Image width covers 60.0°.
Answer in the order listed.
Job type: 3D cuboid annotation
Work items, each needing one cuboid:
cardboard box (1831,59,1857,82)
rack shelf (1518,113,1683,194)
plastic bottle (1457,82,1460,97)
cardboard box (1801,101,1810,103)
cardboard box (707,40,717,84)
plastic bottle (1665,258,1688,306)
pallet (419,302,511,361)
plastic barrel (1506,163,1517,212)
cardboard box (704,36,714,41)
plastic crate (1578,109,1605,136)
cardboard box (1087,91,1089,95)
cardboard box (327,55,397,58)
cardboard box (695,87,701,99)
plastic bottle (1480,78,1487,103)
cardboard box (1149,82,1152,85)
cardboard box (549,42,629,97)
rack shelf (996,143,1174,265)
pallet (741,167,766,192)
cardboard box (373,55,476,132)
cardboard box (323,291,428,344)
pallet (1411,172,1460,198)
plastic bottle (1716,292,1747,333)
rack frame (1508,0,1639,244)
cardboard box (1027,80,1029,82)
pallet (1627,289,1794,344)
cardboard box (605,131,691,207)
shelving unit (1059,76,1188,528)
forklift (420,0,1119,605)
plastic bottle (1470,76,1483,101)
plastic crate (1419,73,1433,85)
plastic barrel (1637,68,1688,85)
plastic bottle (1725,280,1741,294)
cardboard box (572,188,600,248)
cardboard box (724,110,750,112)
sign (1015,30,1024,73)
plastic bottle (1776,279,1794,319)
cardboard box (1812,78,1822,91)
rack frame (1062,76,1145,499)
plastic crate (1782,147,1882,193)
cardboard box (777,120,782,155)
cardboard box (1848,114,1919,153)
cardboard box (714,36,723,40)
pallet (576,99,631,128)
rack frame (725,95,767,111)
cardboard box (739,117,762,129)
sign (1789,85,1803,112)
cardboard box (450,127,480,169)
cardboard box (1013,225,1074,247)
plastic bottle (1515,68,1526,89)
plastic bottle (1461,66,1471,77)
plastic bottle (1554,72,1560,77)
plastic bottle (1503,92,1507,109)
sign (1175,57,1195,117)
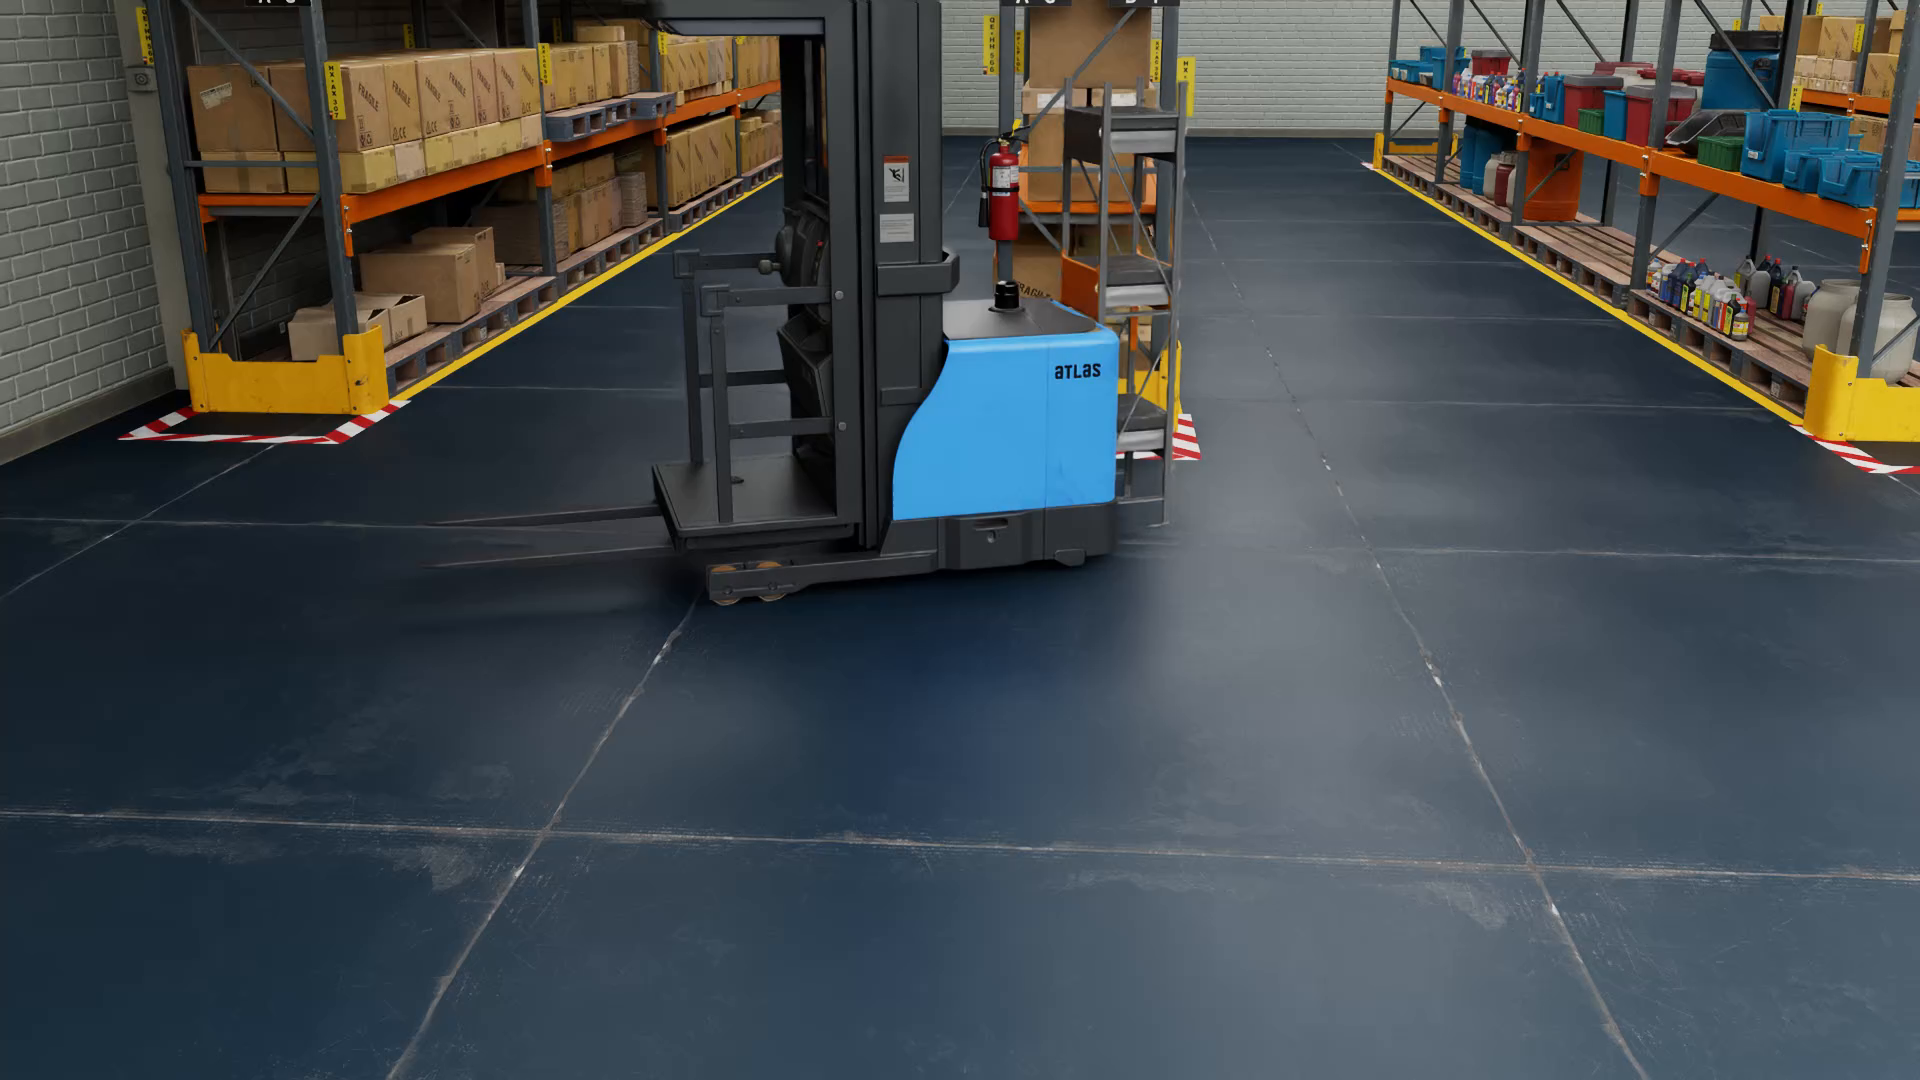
[{"bbox_3d":[11.234,-5.849,20.719,0.500,0.250,0.500,1,18,3],"label":"cardboard box"},{"bbox_3d":[6.093,-3.541,15.068,1.077,0.370,4.000,1,18,4],"label":"rack shelf"},{"bbox_3d":[6.072,-5.470,20.118,0.097,0.201,0.097,0,18,0],"label":"plastic bottle"},{"bbox_3d":[11.719,-5.585,22.887,0.875,0.875,0.875,1,18,4],"label":"cardboard box"},{"bbox_3d":[-3.211,-5.702,19.838,0.500,0.500,0.500,1,18,4],"label":"cardboard box"},{"bbox_3d":[5.478,-1.970,12.667,0.144,0.351,0.185,2,18,5],"label":"plastic bottle"},{"bbox_3d":[-4.029,-1.568,12.371,1.003,0.211,1.213,1,18,4],"label":"pallet"},{"bbox_3d":[6.206,-3.851,18.179,0.421,0.512,0.421,0,18,0],"label":"plastic barrel"},{"bbox_3d":[-3.219,-6.054,19.708,0.500,0.250,0.500,2,18,5],"label":"cardboard box"},{"bbox_3d":[5.793,-3.708,14.763,0.450,0.188,0.662,1,18,4],"label":"plastic crate"},{"bbox_3d":[0.913,-2.963,11.989,0.700,0.500,0.500,2,18,5],"label":"cardboard box"},{"bbox_3d":[-4.282,-3.159,11.752,0.500,0.500,0.500,2,18,5],"label":"cardboard box"},{"bbox_3d":[-3.265,-5.270,19.562,0.380,0.149,0.250,2,18,6],"label":"cardboard box"},{"bbox_3d":[5.985,-5.125,18.952,0.097,0.271,0.097,0,18,0],"label":"plastic bottle"},{"bbox_3d":[1.001,-2.763,10.337,0.380,0.149,0.250,1,18,4],"label":"cardboard box"},{"bbox_3d":[-3.681,-4.661,16.464,0.700,0.500,0.500,0,18,-1],"label":"cardboard box"},{"bbox_3d":[0.866,-2.410,11.617,1.077,0.370,4.000,1,18,4],"label":"rack shelf"},{"bbox_3d":[-3.225,-4.877,22.467,1.003,0.211,1.213,1,18,4],"label":"pallet"},{"bbox_3d":[-3.770,-3.151,11.726,0.500,0.500,0.500,2,18,6],"label":"cardboard box"},{"bbox_3d":[-4.038,-1.562,11.484,0.500,0.311,0.500,3,18,8],"label":"cardboard box"},{"bbox_3d":[6.538,-4.650,21.776,1.003,0.211,1.213,1,18,4],"label":"pallet"},{"bbox_3d":[5.403,-1.592,11.632,0.152,0.276,0.135,1,18,4],"label":"plastic bottle"},{"bbox_3d":[6.237,-4.504,16.851,1.000,3.000,0.127,1,18,4],"label":"rack frame"},{"bbox_3d":[0.616,-2.849,10.597,0.380,0.149,0.250,2,18,5],"label":"cardboard box"},{"bbox_3d":[5.860,-1.729,12.860,1.003,0.211,1.213,1,18,4],"label":"pallet"},{"bbox_3d":[-3.461,-4.129,18.484,0.750,0.750,0.750,1,18,3],"label":"cardboard box"},{"bbox_3d":[0.758,-1.123,7.978,0.431,2.100,0.503,-5,19,-16],"label":"shelving unit"},{"bbox_3d":[-0.863,-1.297,7.175,3.031,2.935,1.130,-5,19,-15],"label":"forklift"},{"bbox_3d":[6.044,-5.265,19.371,0.152,0.276,0.135,1,18,4],"label":"plastic bottle"},{"bbox_3d":[6.349,-6.197,22.345,0.293,0.136,0.466,1,18,4],"label":"plastic crate"},{"bbox_3d":[6.321,-3.981,15.036,0.433,0.535,0.433,0,18,0],"label":"plastic barrel"},{"bbox_3d":[5.584,-1.749,12.111,0.152,0.276,0.135,1,18,4],"label":"plastic bottle"},{"bbox_3d":[-3.831,-3.052,15.728,0.700,0.500,0.500,1,18,5],"label":"cardboard box"},{"bbox_3d":[-3.248,-6.196,24.313,0.380,0.149,0.250,1,18,4],"label":"cardboard box"},{"bbox_3d":[0.468,-3.895,13.261,0.100,0.325,0.005,1,18,4],"label":"sign"},{"bbox_3d":[6.033,-1.765,12.149,0.061,0.283,0.133,1,18,4],"label":"plastic bottle"},{"bbox_3d":[11.214,-5.858,21.387,0.380,0.149,0.250,2,18,5],"label":"cardboard box"},{"bbox_3d":[0.686,-1.195,8.199,0.400,2.100,0.015,-5,19,-16],"label":"rack frame"},{"bbox_3d":[5.453,-2.312,10.402,0.499,0.251,0.408,1,18,4],"label":"plastic crate"},{"bbox_3d":[-3.022,-6.002,24.762,0.700,0.500,0.500,1,18,4],"label":"cardboard box"},{"bbox_3d":[11.438,-4.626,19.963,1.225,0.875,0.875,1,18,4],"label":"cardboard box"},{"bbox_3d":[-3.183,-6.213,20.192,0.500,0.250,0.500,2,18,5],"label":"cardboard box"},{"bbox_3d":[-3.746,-4.018,15.677,1.003,0.211,1.213,1,18,4],"label":"pallet"},{"bbox_3d":[-3.071,-7.210,25.109,1.000,3.000,0.127,1,18,4],"label":"rack frame"},{"bbox_3d":[-2.958,-5.782,23.049,0.380,0.149,0.250,1,18,2],"label":"cardboard box"},{"bbox_3d":[6.498,-3.377,12.969,0.100,0.325,0.005,1,18,4],"label":"sign"},{"bbox_3d":[-3.763,-2.800,11.859,0.500,0.250,0.500,1,18,4],"label":"cardboard box"},{"bbox_3d":[0.522,-1.864,11.333,0.500,0.500,0.500,1,18,4],"label":"cardboard box"},{"bbox_3d":[6.627,-5.376,19.591,0.144,0.351,0.185,1,18,4],"label":"plastic bottle"},{"bbox_3d":[6.172,-5.608,20.300,0.144,0.351,0.185,1,18,4],"label":"plastic bottle"},{"bbox_3d":[6.705,-5.088,18.713,0.144,0.351,0.185,1,18,4],"label":"plastic bottle"},{"bbox_3d":[5.904,-4.743,17.898,0.097,0.201,0.097,0,18,0],"label":"plastic bottle"},{"bbox_3d":[1.276,-2.566,9.419,0.100,0.325,0.005,1,18,4],"label":"sign"}]
